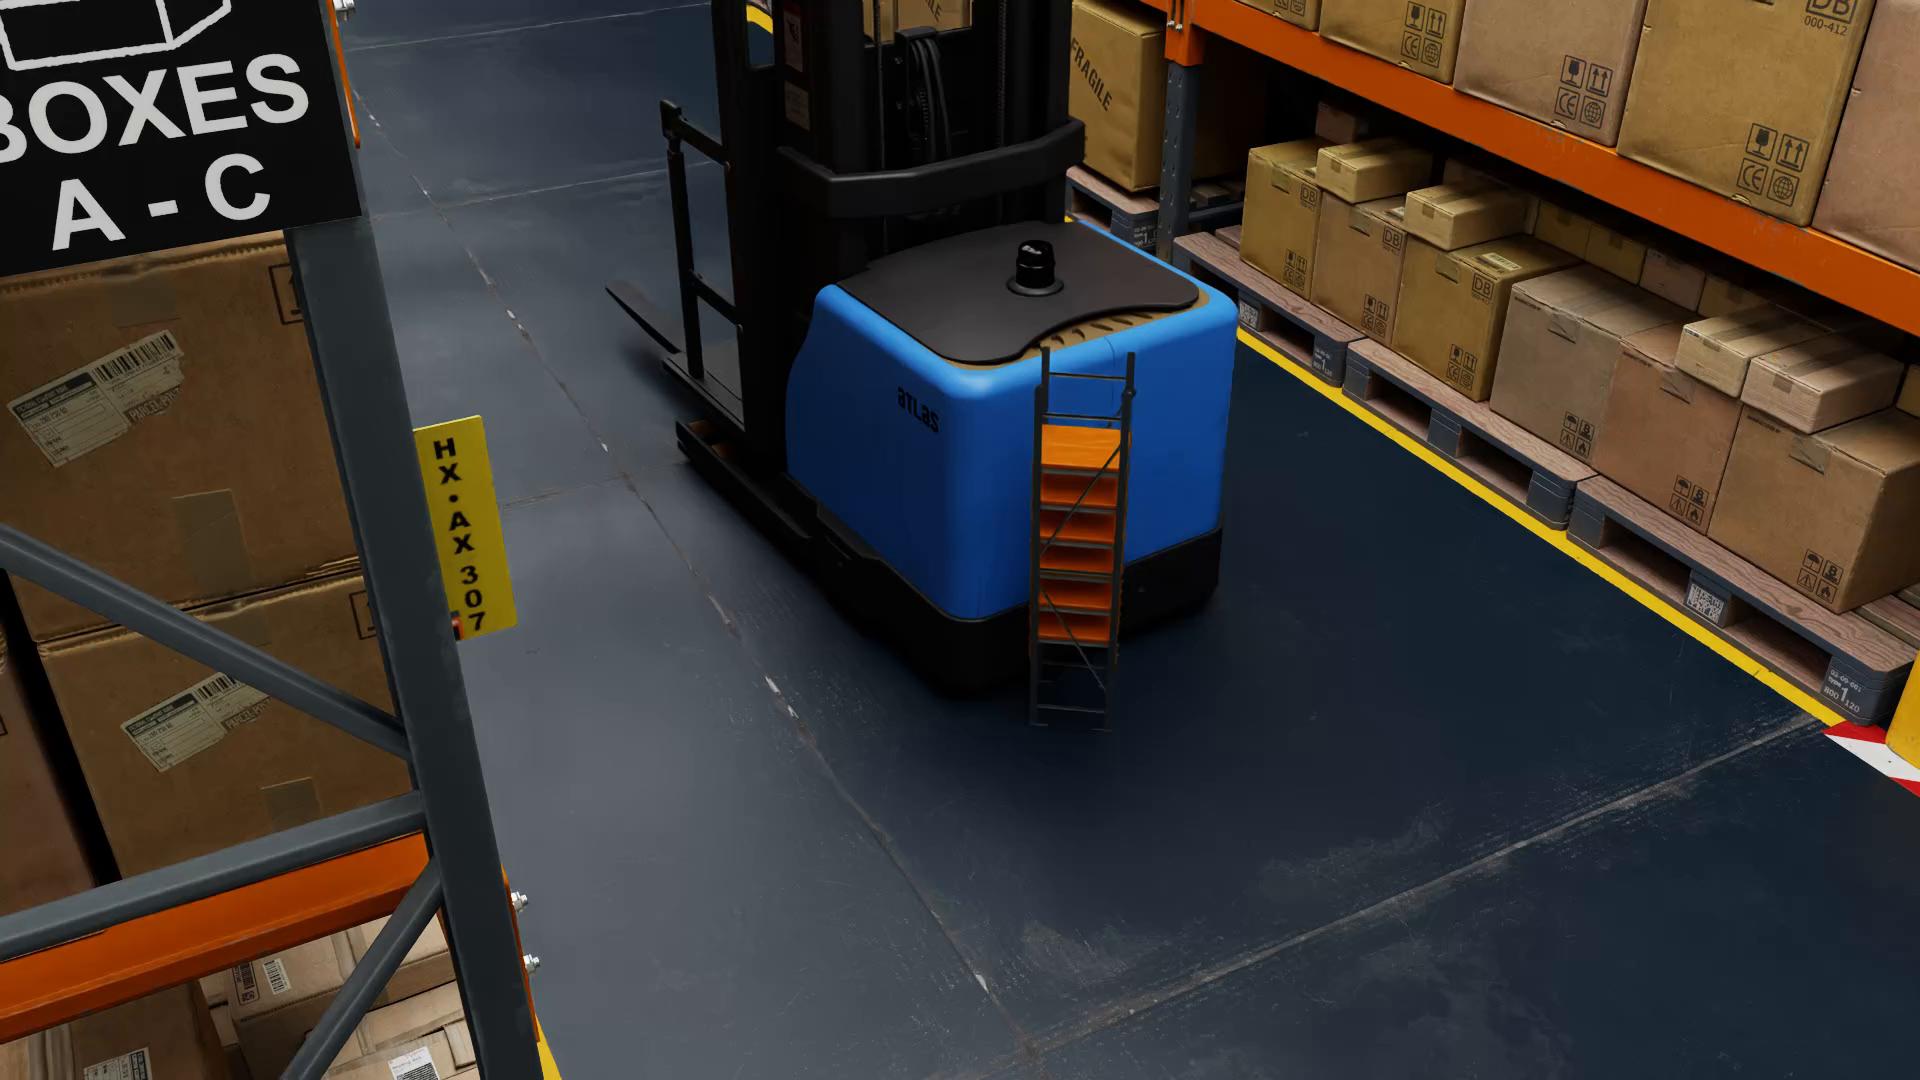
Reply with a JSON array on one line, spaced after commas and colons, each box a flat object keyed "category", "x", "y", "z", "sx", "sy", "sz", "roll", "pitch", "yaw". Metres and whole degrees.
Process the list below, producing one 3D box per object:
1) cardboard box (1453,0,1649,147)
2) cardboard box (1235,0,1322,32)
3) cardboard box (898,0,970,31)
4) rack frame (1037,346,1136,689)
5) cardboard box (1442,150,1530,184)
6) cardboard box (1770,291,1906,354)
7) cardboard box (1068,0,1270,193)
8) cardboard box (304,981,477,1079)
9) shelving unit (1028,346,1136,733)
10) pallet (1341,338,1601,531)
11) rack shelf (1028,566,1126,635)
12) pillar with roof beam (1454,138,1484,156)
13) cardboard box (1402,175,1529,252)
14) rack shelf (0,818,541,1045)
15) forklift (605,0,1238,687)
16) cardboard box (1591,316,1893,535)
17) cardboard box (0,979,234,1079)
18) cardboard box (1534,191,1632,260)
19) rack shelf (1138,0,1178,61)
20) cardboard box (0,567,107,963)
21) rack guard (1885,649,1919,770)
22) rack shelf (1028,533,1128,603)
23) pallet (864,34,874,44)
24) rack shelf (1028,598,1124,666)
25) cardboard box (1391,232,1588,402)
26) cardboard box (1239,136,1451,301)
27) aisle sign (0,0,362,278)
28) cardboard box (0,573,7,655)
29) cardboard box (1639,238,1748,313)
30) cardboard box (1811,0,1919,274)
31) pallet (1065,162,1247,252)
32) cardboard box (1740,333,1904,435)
[{"category": "cardboard box", "x": 2.305, "y": -1.833, "z": 5.553, "sx": 0.980, "sy": 0.700, "sz": 0.700, "roll": -18, "pitch": 37, "yaw": -25}, {"category": "cardboard box", "x": 1.621, "y": -2.528, "z": 6.637, "sx": 0.980, "sy": 0.700, "sz": 0.700, "roll": -15, "pitch": 36, "yaw": -22}, {"category": "cardboard box", "x": 0.148, "y": -3.042, "z": 9.320, "sx": 0.750, "sy": 0.750, "sz": 0.750, "roll": -16, "pitch": 36, "yaw": -23}, {"category": "rack frame", "x": 0.339, "y": -0.025, "z": 4.642, "sx": 0.240, "sy": 1.200, "sz": 0.006, "roll": 4, "pitch": 40, "yaw": 7}, {"category": "cardboard box", "x": 2.120, "y": -1.422, "z": 6.515, "sx": 0.380, "sy": 0.149, "sz": 0.250, "roll": -17, "pitch": 36, "yaw": -25}, {"category": "cardboard box", "x": 2.831, "y": -0.694, "z": 5.379, "sx": 0.380, "sy": 0.149, "sz": 0.250, "roll": -16, "pitch": 36, "yaw": -23}, {"category": "cardboard box", "x": 0.965, "y": -2.214, "z": 8.028, "sx": 0.750, "sy": 0.750, "sz": 0.750, "roll": -15, "pitch": 36, "yaw": -23}, {"category": "cardboard box", "x": -1.140, "y": 1.094, "z": 3.480, "sx": 0.380, "sy": 0.166, "sz": 0.250, "roll": -16, "pitch": 36, "yaw": -23}, {"category": "shelving unit", "x": 0.327, "y": 0.033, "z": 4.572, "sx": 0.258, "sy": 1.200, "sz": 0.189, "roll": 4, "pitch": 40, "yaw": 7}, {"category": "pallet", "x": 2.241, "y": -0.525, "z": 6.374, "sx": 1.003, "sy": 0.211, "sz": 1.213, "roll": -16, "pitch": 36, "yaw": -23}, {"category": "rack shelf", "x": 0.329, "y": 0.160, "z": 4.677, "sx": 0.258, "sy": 0.103, "sz": 0.180, "roll": 4, "pitch": 40, "yaw": 7}, {"category": "pillar with roof beam", "x": -1.334, "y": -3.991, "z": 3.638, "sx": 9.100, "sy": 9.000, "sz": 0.400, "roll": -16, "pitch": 36, "yaw": -23}, {"category": "cardboard box", "x": 1.883, "y": -1.221, "z": 6.202, "sx": 0.380, "sy": 0.149, "sz": 0.250, "roll": -17, "pitch": 36, "yaw": -24}, {"category": "rack shelf", "x": -2.065, "y": -0.159, "z": 3.885, "sx": 1.077, "sy": 0.370, "sz": 4.000, "roll": -16, "pitch": 36, "yaw": -23}, {"category": "forklift", "x": -0.393, "y": -1.552, "z": 5.455, "sx": 1.130, "sy": 2.935, "sz": 3.031, "roll": -19, "pitch": 37, "yaw": -28}, {"category": "cardboard box", "x": 2.600, "y": -0.428, "z": 5.565, "sx": 0.700, "sy": 0.500, "sz": 0.500, "roll": -16, "pitch": 36, "yaw": -23}, {"category": "cardboard box", "x": -1.604, "y": 1.162, "z": 3.065, "sx": 0.500, "sy": 0.500, "sz": 0.500, "roll": -16, "pitch": 36, "yaw": -23}, {"category": "cardboard box", "x": 2.358, "y": -1.178, "z": 6.135, "sx": 0.380, "sy": 0.149, "sz": 0.250, "roll": -17, "pitch": 36, "yaw": -24}, {"category": "rack shelf", "x": 0.450, "y": -3.316, "z": 8.812, "sx": 1.077, "sy": 0.370, "sz": 4.000, "roll": -16, "pitch": 36, "yaw": -23}, {"category": "cardboard box", "x": -1.582, "y": 0.305, "z": 2.401, "sx": 0.500, "sy": 0.500, "sz": 0.500, "roll": -15, "pitch": 35, "yaw": -22}, {"category": "rack guard", "x": 3.259, "y": 0.308, "z": 4.805, "sx": 1.175, "sy": 0.500, "sz": 0.348, "roll": -16, "pitch": 36, "yaw": -23}, {"category": "rack shelf", "x": 0.327, "y": 0.067, "z": 4.601, "sx": 0.258, "sy": 0.103, "sz": 0.180, "roll": 4, "pitch": 40, "yaw": 7}, {"category": "pallet", "x": -0.181, "y": -3.004, "z": 10.243, "sx": 1.003, "sy": 0.211, "sz": 1.213, "roll": -16, "pitch": 36, "yaw": -23}, {"category": "rack shelf", "x": 0.331, "y": 0.252, "z": 4.753, "sx": 0.258, "sy": 0.103, "sz": 0.180, "roll": 4, "pitch": 40, "yaw": 7}, {"category": "cardboard box", "x": 2.110, "y": -0.920, "z": 6.333, "sx": 0.700, "sy": 0.500, "sz": 0.500, "roll": -15, "pitch": 36, "yaw": -22}, {"category": "cardboard box", "x": 1.641, "y": -1.406, "z": 7.092, "sx": 0.700, "sy": 0.500, "sz": 0.500, "roll": -15, "pitch": 36, "yaw": -23}, {"category": "aisle sign", "x": -0.841, "y": -0.644, "z": 1.564, "sx": 0.394, "sy": 0.787, "sz": 0.004, "roll": -16, "pitch": 36, "yaw": -23}, {"category": "cardboard box", "x": -1.583, "y": -0.114, "z": 2.128, "sx": 0.500, "sy": 0.500, "sz": 0.500, "roll": -16, "pitch": 36, "yaw": -24}, {"category": "cardboard box", "x": 2.596, "y": -0.935, "z": 5.755, "sx": 0.380, "sy": 0.149, "sz": 0.250, "roll": -15, "pitch": 36, "yaw": -22}, {"category": "cardboard box", "x": 3.001, "y": -1.123, "z": 4.444, "sx": 0.980, "sy": 0.700, "sz": 0.700, "roll": -14, "pitch": 35, "yaw": -21}, {"category": "pallet", "x": 0.957, "y": -1.840, "z": 8.426, "sx": 1.003, "sy": 0.211, "sz": 1.213, "roll": -16, "pitch": 36, "yaw": -23}, {"category": "cardboard box", "x": 2.612, "y": -0.477, "z": 5.041, "sx": 0.380, "sy": 0.149, "sz": 0.250, "roll": -16, "pitch": 36, "yaw": -24}]
